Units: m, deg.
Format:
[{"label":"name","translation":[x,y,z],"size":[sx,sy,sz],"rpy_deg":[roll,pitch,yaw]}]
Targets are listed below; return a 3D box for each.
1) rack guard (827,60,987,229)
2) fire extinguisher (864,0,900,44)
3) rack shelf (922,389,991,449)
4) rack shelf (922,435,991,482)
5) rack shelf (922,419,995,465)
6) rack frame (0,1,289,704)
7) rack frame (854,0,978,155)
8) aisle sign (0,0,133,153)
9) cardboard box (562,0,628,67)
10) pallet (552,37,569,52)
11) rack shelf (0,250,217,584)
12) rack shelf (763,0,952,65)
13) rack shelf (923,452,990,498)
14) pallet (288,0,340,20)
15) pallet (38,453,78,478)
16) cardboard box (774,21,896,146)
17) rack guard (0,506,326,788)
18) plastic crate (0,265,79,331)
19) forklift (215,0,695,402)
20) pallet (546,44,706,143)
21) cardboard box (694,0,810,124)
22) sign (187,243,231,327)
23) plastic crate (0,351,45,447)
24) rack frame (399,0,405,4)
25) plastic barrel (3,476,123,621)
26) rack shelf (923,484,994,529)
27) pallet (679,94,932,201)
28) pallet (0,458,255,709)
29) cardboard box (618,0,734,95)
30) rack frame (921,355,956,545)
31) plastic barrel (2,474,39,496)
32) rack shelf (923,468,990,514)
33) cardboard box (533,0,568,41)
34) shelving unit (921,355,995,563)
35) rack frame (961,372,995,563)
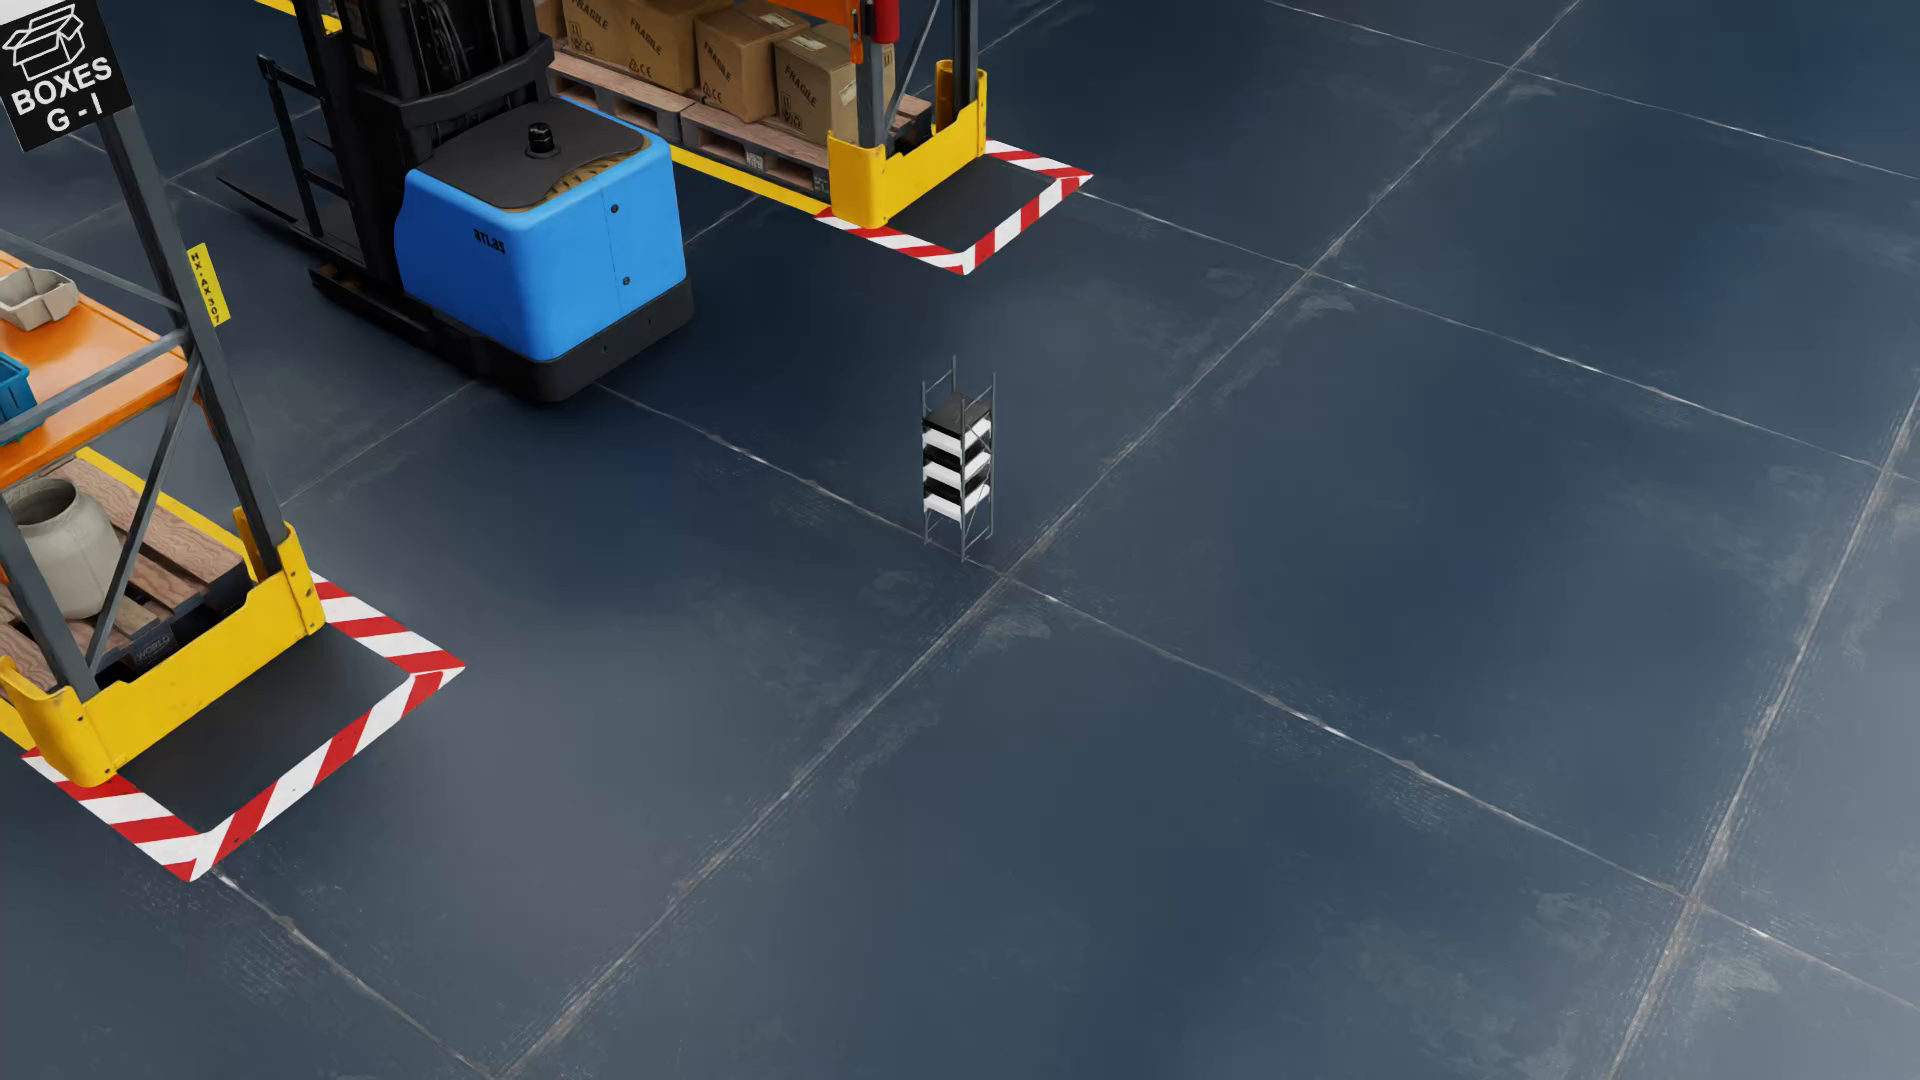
[{"label":"rack guard","translation":[-0.292,-2.325,9.722],"size":[0.348,0.500,1.175],"rpy_deg":[25,48,25]},{"label":"fire extinguisher","translation":[-0.401,-2.903,8.551],"size":[0.183,0.674,0.296],"rpy_deg":[25,48,25]},{"label":"rack shelf","translation":[-0.007,-0.515,7.044],"size":[0.200,0.077,0.258],"rpy_deg":[25,48,25]},{"label":"rack shelf","translation":[-0.007,-0.381,7.164],"size":[0.200,0.077,0.258],"rpy_deg":[25,48,25]},{"label":"rack shelf","translation":[-0.007,-0.448,7.104],"size":[0.200,0.077,0.258],"rpy_deg":[25,48,25]},{"label":"rack frame","translation":[-3.074,-0.523,5.834],"size":[0.127,3.000,1.000],"rpy_deg":[25,48,25]},{"label":"rack frame","translation":[-0.230,-3.227,8.856],"size":[0.127,3.000,1.000],"rpy_deg":[25,48,25]},{"label":"aisle sign","translation":[-2.847,-1.624,5.115],"size":[0.004,0.787,0.394],"rpy_deg":[25,48,25]},{"label":"cardboard box","translation":[-2.174,-3.399,10.607],"size":[0.500,0.500,0.500],"rpy_deg":[21,46,22]},{"label":"pallet","translation":[-2.935,-3.482,11.231],"size":[1.213,0.211,1.003],"rpy_deg":[25,48,25]},{"label":"rack shelf","translation":[-4.712,-1.021,6.929],"size":[4.000,0.370,1.077],"rpy_deg":[25,48,25]},{"label":"rack shelf","translation":[-1.868,-3.725,9.951],"size":[4.000,0.370,1.077],"rpy_deg":[25,48,25]},{"label":"rack shelf","translation":[-0.007,-0.314,7.224],"size":[0.200,0.077,0.258],"rpy_deg":[25,48,25]},{"label":"pallet","translation":[-4.143,-4.017,11.829],"size":[1.213,0.211,1.003],"rpy_deg":[25,48,25]},{"label":"pallet","translation":[-4.820,-0.269,7.641],"size":[1.213,0.211,1.003],"rpy_deg":[25,48,25]},{"label":"cardboard box","translation":[-0.732,-2.700,9.826],"size":[0.500,0.500,0.500],"rpy_deg":[-33,51,-31]},{"label":"rack guard","translation":[-3.163,0.405,6.671],"size":[0.348,0.500,1.175],"rpy_deg":[25,48,25]},{"label":"plastic crate","translation":[-3.622,-0.943,6.501],"size":[0.250,0.136,0.298],"rpy_deg":[25,48,25]},{"label":"forklift","translation":[-2.865,-2.579,8.183],"size":[3.031,2.935,1.130],"rpy_deg":[27,49,27]},{"label":"pallet","translation":[-1.932,-3.015,10.710],"size":[1.213,0.211,1.003],"rpy_deg":[25,48,25]},{"label":"cardboard box","translation":[-1.241,-2.911,10.061],"size":[0.500,0.500,0.500],"rpy_deg":[-29,49,-28]},{"label":"sign","translation":[-2.755,-0.925,6.075],"size":[0.005,0.325,0.100],"rpy_deg":[25,48,25]},{"label":"plastic crate","translation":[-3.656,-0.496,5.915],"size":[0.616,0.251,0.499],"rpy_deg":[25,48,25]},{"label":"rack frame","translation":[-3.505,-4.759,10.567],"size":[0.127,3.000,1.000],"rpy_deg":[25,48,25]},{"label":"plastic barrel","translation":[-3.657,0.037,6.758],"size":[0.421,0.512,0.421],"rpy_deg":[0,42,0]},{"label":"rack shelf","translation":[-0.007,-0.179,7.344],"size":[0.200,0.077,0.258],"rpy_deg":[25,48,25]},{"label":"pallet","translation":[-0.937,-2.548,10.187],"size":[1.213,0.211,1.003],"rpy_deg":[25,48,25]},{"label":"pallet","translation":[-3.825,0.199,7.118],"size":[1.213,0.211,1.003],"rpy_deg":[25,48,25]},{"label":"cardboard box","translation":[-1.743,-3.161,10.341],"size":[0.500,0.500,0.500],"rpy_deg":[30,50,29]},{"label":"rack frame","translation":[-0.090,-0.377,7.245],"size":[0.006,0.900,0.240],"rpy_deg":[25,48,25]},{"label":"plastic barrel","translation":[-4.067,-0.155,6.973],"size":[0.421,0.512,0.421],"rpy_deg":[0,42,0]},{"label":"rack shelf","translation":[-0.007,-0.247,7.284],"size":[0.200,0.077,0.258],"rpy_deg":[25,48,25]},{"label":"cardboard box","translation":[-2.727,-3.594,10.825],"size":[0.500,0.500,0.500],"rpy_deg":[-26,48,-26]},{"label":"shelving unit","translation":[-0.007,-0.338,7.202],"size":[0.210,0.900,0.258],"rpy_deg":[25,48,25]},{"label":"rack frame","translation":[0.077,-0.300,7.158],"size":[0.006,0.900,0.240],"rpy_deg":[25,48,25]}]
